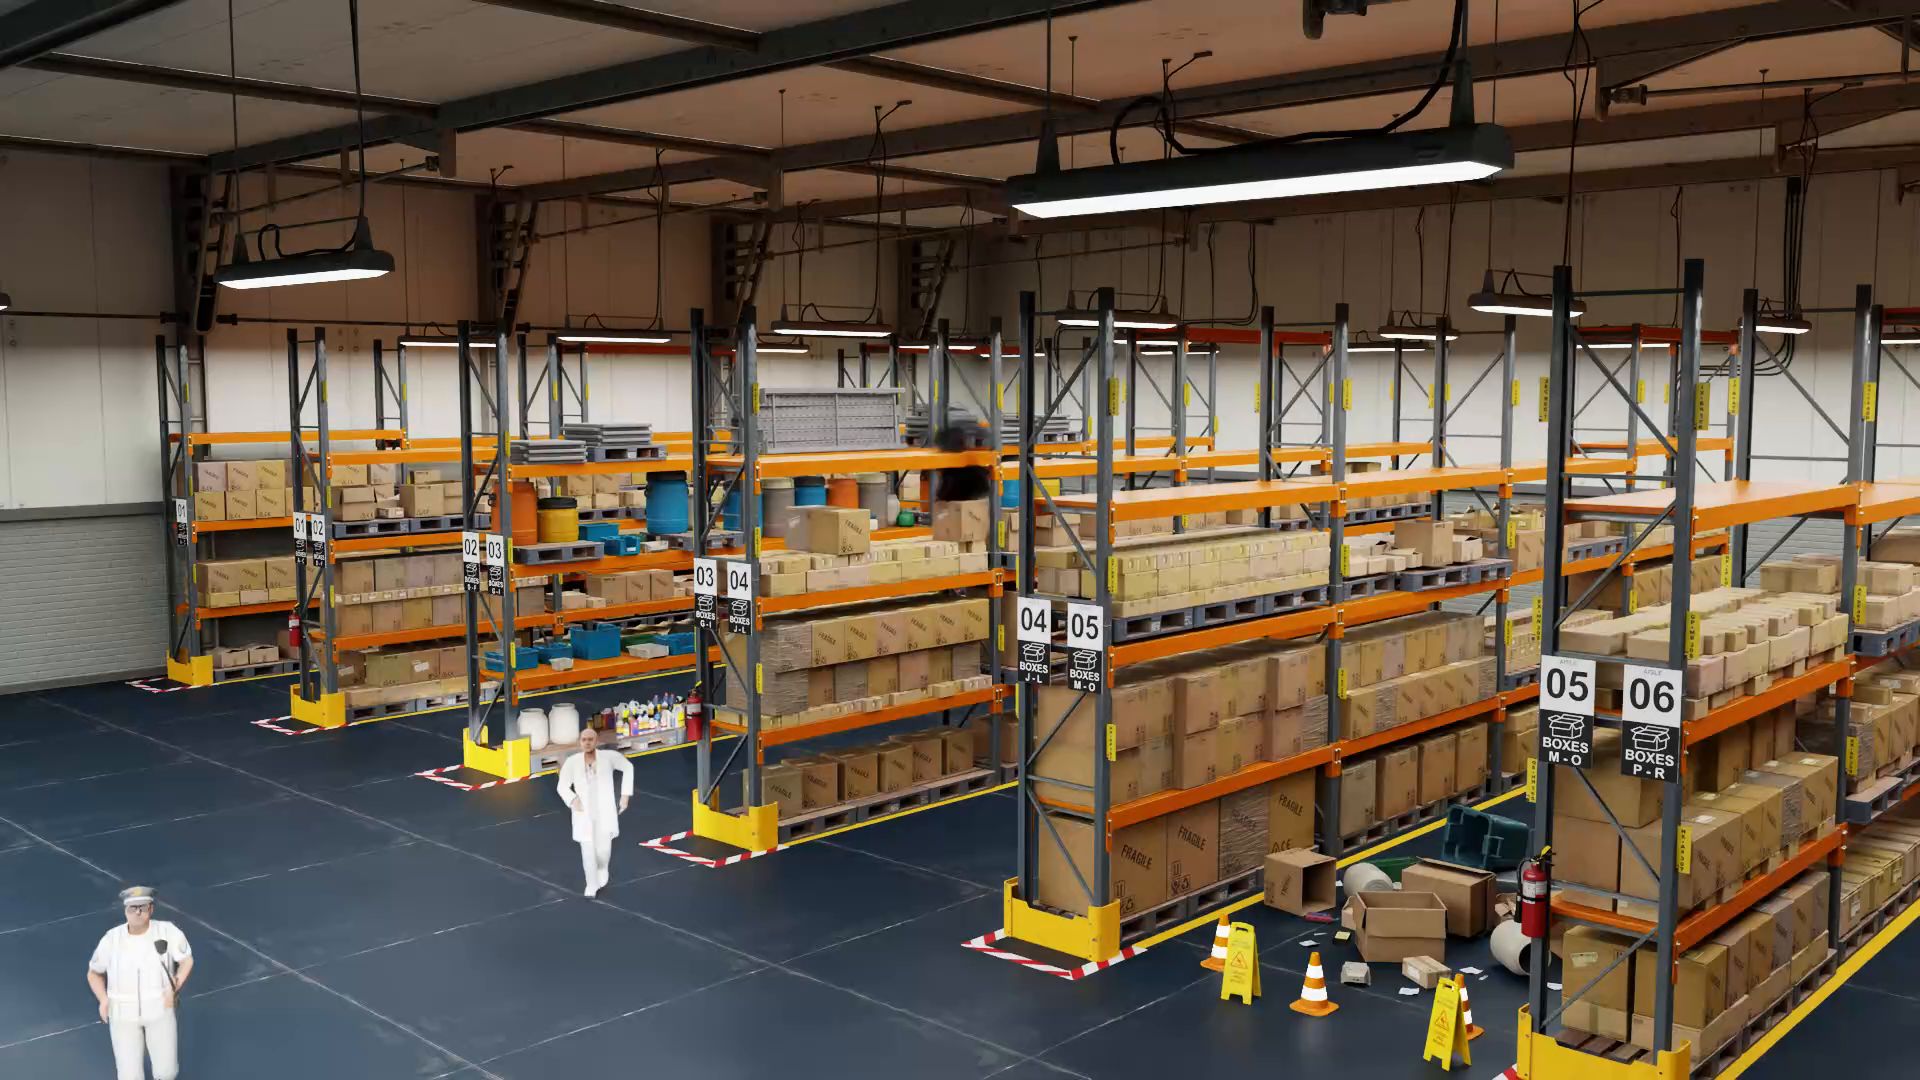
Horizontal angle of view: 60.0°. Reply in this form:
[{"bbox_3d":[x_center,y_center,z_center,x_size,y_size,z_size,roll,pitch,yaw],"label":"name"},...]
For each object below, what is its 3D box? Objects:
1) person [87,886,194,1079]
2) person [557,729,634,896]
[{"bbox_3d":[-5.645,3.225,11.478,0.664,1.728,0.645,-2,6,-23],"label":"person"},{"bbox_3d":[-3.641,2.741,16.596,0.732,1.731,0.737,-1,5,-6],"label":"person"}]
